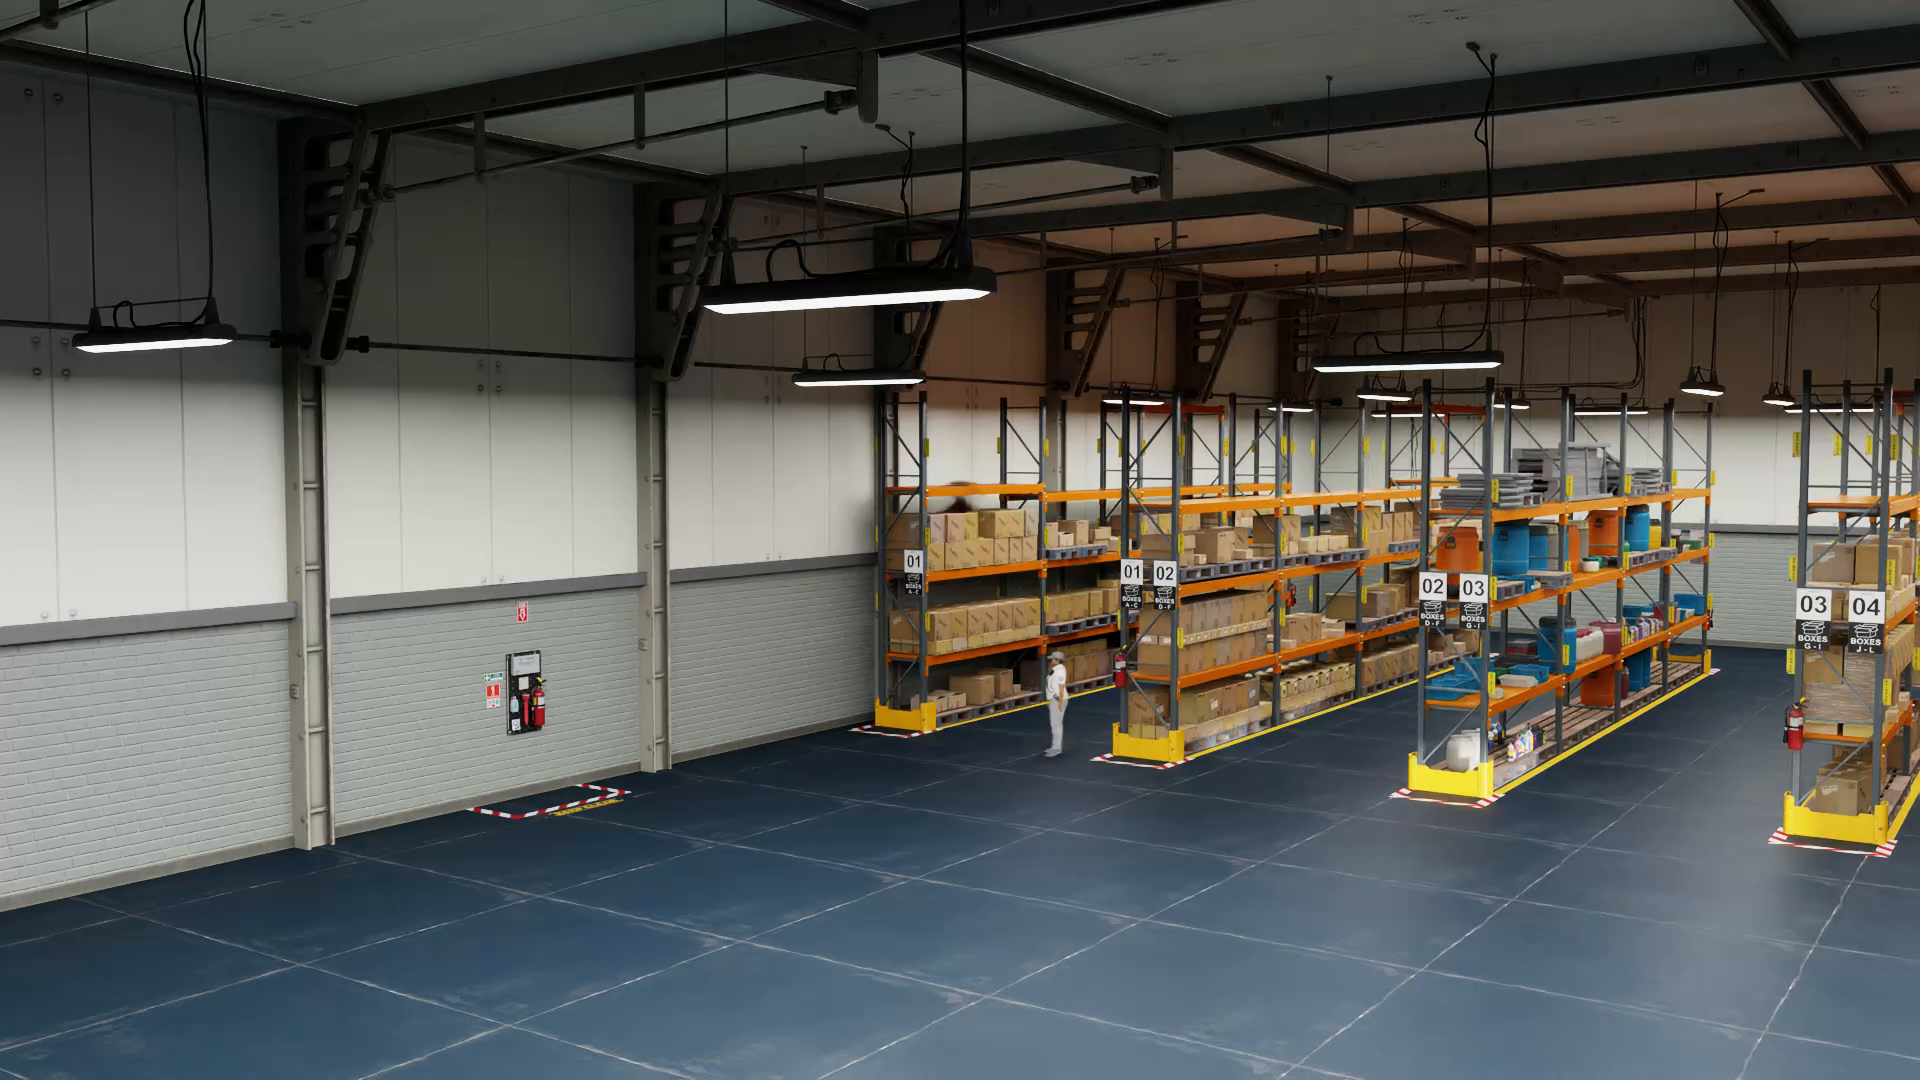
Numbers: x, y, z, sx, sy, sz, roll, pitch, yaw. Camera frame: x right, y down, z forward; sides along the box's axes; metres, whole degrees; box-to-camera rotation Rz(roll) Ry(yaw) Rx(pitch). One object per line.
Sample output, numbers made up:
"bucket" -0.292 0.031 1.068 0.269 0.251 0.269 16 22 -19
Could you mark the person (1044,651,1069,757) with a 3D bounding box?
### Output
"person" 1.563 2.665 27.187 0.436 1.682 0.601 0 3 -5
